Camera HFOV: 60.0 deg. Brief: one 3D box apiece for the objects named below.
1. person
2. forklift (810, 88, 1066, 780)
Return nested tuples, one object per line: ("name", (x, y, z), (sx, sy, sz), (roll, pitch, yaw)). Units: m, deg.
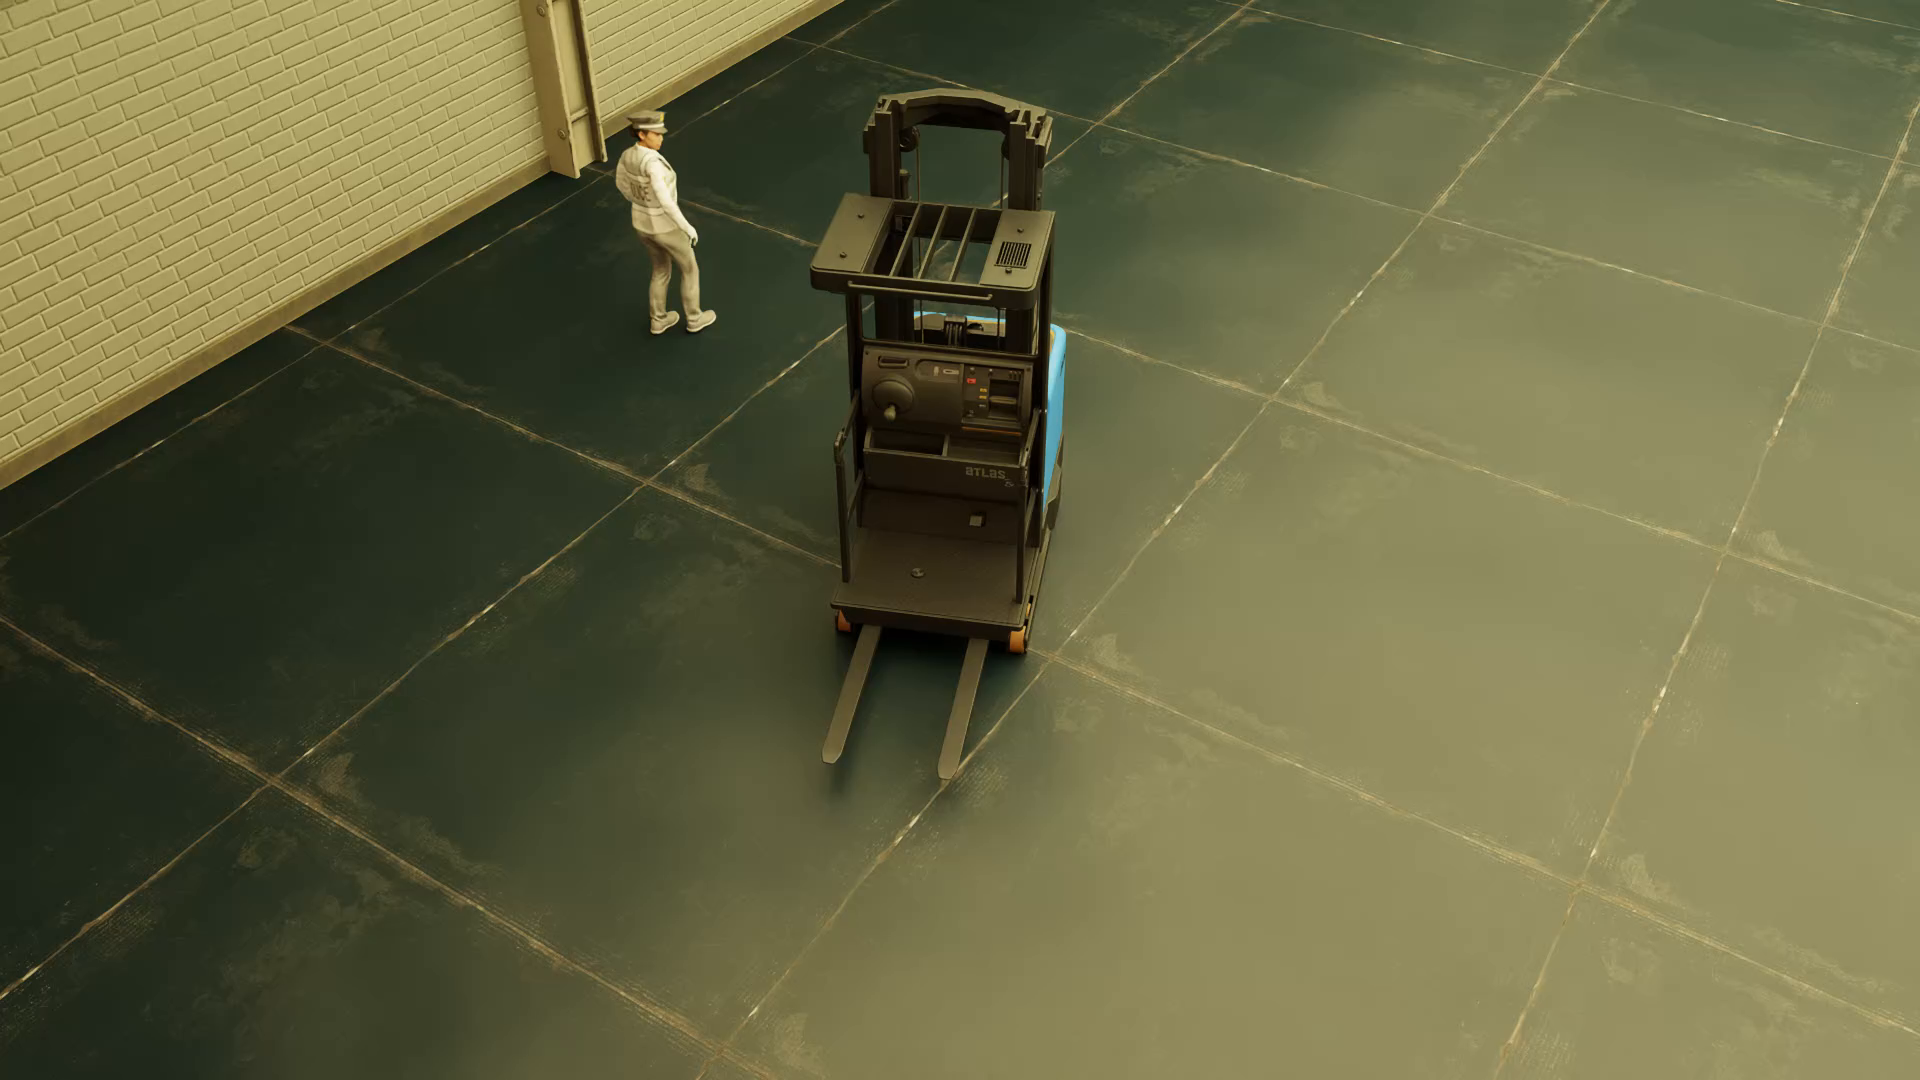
("person", (-2.052, -2.212, 11.569), (0.693, 1.654, 0.463), (28, 48, 29))
("forklift", (-0.108, -0.731, 8.830), (1.130, 2.935, 3.031), (7, 41, 8))
